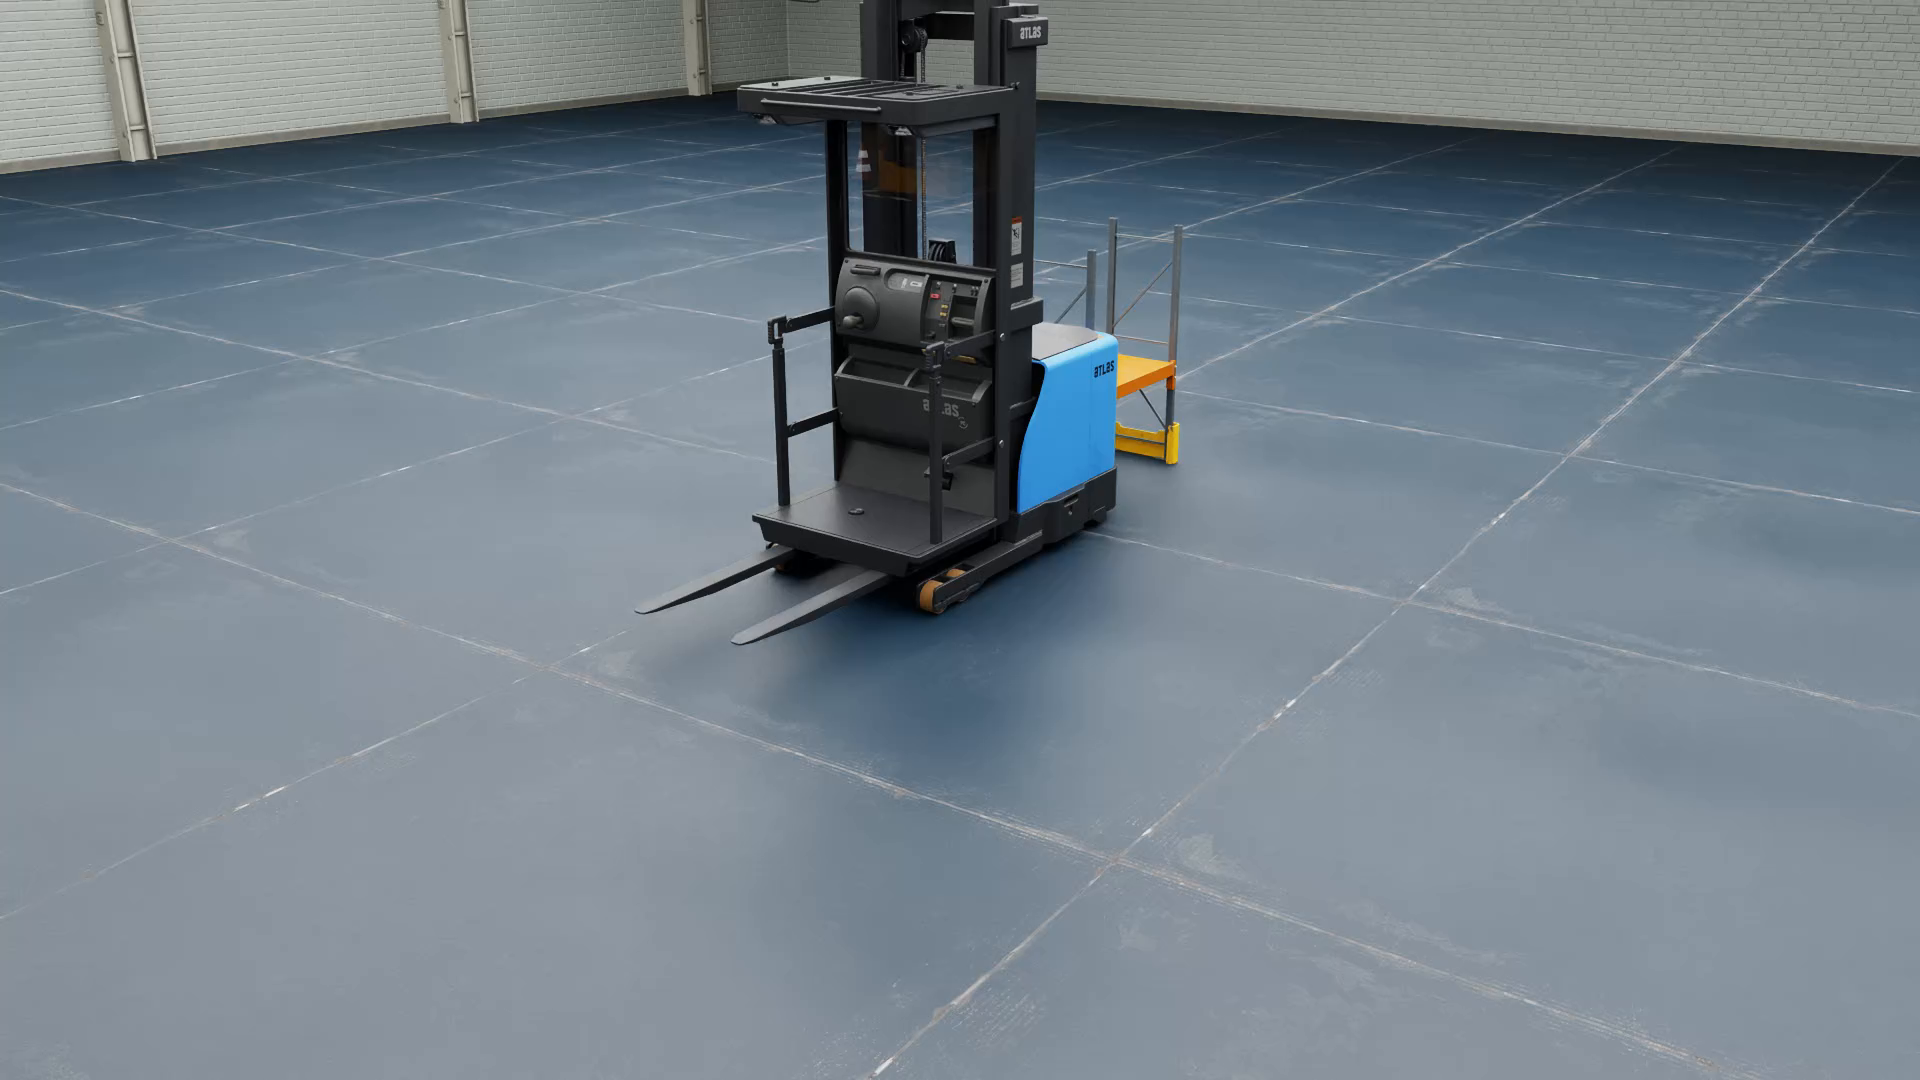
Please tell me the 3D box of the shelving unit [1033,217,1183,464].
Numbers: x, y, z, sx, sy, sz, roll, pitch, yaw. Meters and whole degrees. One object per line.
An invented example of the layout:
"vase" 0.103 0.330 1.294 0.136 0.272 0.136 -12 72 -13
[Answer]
"shelving unit" 0.844 -1.112 10.108 0.587 1.500 1.083 14 24 33

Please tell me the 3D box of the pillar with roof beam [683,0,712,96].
"pillar with roof beam" -1.697 -12.388 29.784 9.100 9.000 0.400 13 24 32

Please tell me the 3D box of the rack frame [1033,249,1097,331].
"rack frame" 0.555 -0.970 9.726 0.500 1.500 0.032 14 24 33

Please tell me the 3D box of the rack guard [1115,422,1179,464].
"rack guard" 1.132 -0.666 10.706 0.587 0.250 0.087 14 24 33

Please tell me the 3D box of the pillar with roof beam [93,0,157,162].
"pillar with roof beam" -8.442 -8.945 20.476 9.100 9.000 0.400 13 24 32

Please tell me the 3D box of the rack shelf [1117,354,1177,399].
"rack shelf" 0.849 -0.945 10.178 0.538 0.185 1.000 14 24 33

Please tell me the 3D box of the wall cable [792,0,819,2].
"wall cable" -2.507 -12.358 34.180 3.097 2.526 0.112 13 24 32

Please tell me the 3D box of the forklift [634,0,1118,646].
"forklift" -0.367 -1.197 8.275 1.130 2.935 3.031 14 24 33

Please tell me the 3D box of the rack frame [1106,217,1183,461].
"rack frame" 1.144 -1.258 10.504 0.500 1.500 0.032 14 24 33

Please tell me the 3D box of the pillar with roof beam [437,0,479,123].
"pillar with roof beam" -5.070 -10.666 25.130 9.100 9.000 0.400 13 24 32
